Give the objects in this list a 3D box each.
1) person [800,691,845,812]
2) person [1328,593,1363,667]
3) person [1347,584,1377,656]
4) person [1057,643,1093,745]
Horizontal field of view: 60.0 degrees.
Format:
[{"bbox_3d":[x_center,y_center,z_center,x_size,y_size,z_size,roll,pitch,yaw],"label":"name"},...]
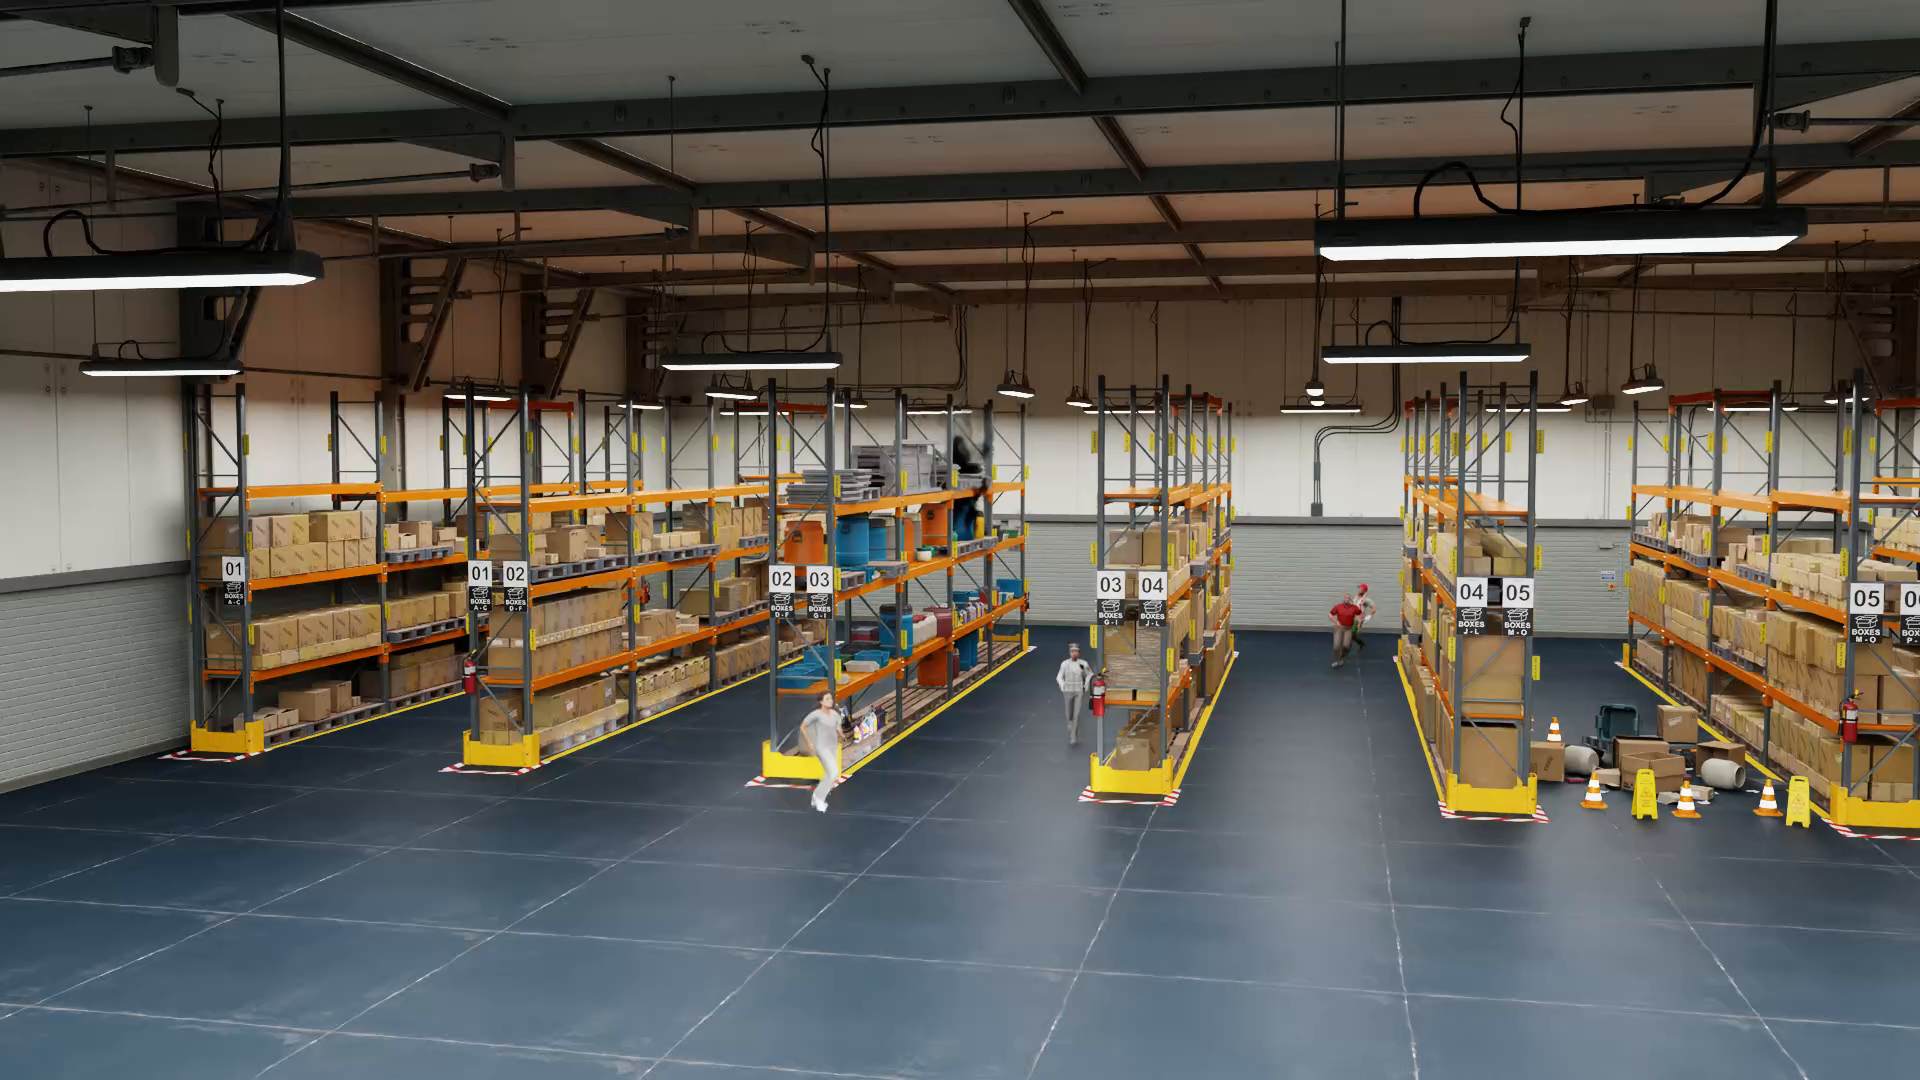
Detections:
[{"bbox_3d":[-1.811,2.870,22.609,0.656,1.644,0.546,3,4,41],"label":"person"},{"bbox_3d":[8.641,2.031,37.290,0.753,1.664,0.565,1,3,15],"label":"person"},{"bbox_3d":[9.328,1.889,39.099,0.886,1.733,0.728,-1,3,-20],"label":"person"},{"bbox_3d":[1.945,2.576,28.127,0.617,1.677,0.747,0,3,6],"label":"person"}]
